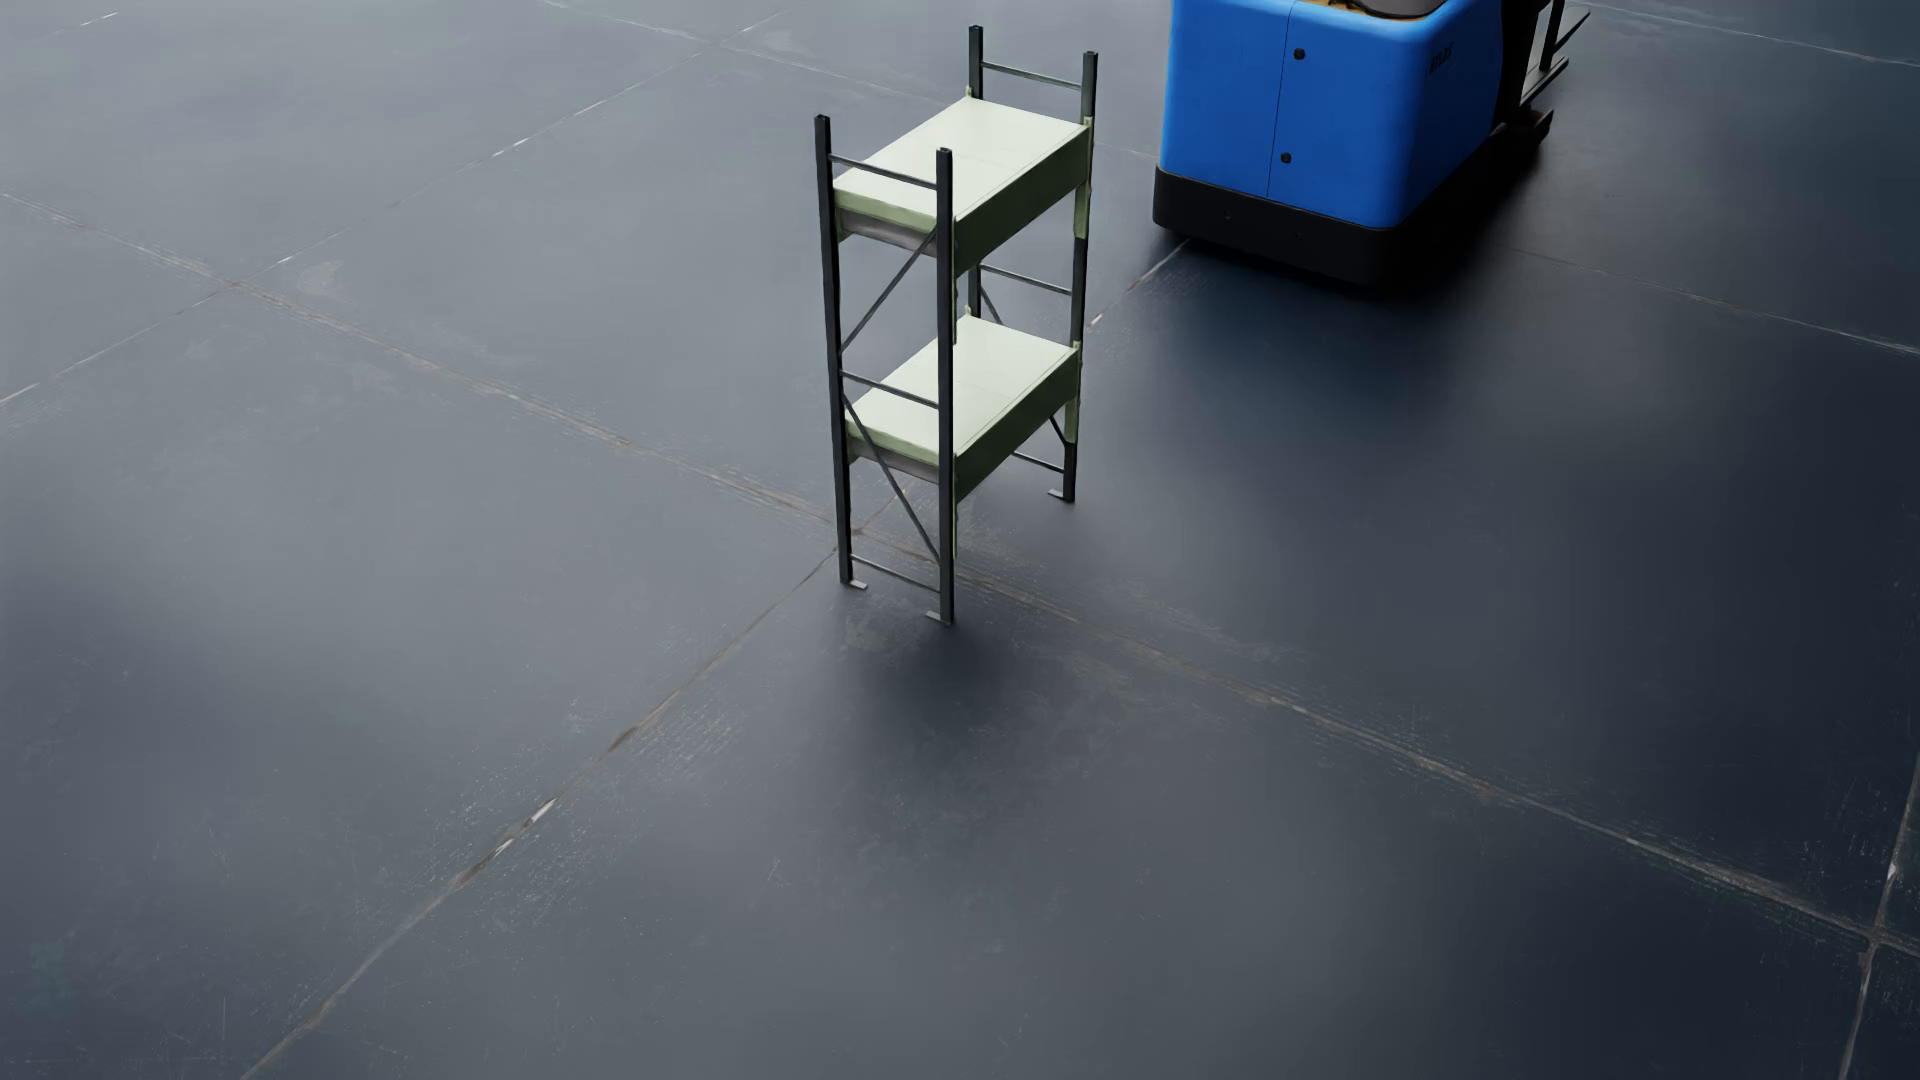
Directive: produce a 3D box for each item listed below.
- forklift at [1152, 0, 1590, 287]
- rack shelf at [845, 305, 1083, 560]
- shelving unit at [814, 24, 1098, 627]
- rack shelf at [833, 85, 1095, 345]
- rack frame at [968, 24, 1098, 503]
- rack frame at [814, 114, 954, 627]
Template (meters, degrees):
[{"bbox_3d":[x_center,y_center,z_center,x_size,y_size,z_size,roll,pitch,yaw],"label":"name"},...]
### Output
[{"bbox_3d":[2.032,-2.998,6.738,1.130,2.935,3.031,22,43,26],"label":"forklift"},{"bbox_3d":[0.004,-0.339,4.996,0.431,0.370,0.720,21,42,25],"label":"rack shelf"},{"bbox_3d":[0.004,-0.597,4.797,0.431,1.500,0.755,21,42,25],"label":"shelving unit"},{"bbox_3d":[0.004,-0.907,4.558,0.431,0.370,0.720,21,42,25],"label":"rack shelf"},{"bbox_3d":[0.200,-0.786,5.041,0.400,1.500,0.023,21,42,25],"label":"rack frame"},{"bbox_3d":[-0.193,-0.409,4.552,0.400,1.500,0.023,21,42,25],"label":"rack frame"}]
